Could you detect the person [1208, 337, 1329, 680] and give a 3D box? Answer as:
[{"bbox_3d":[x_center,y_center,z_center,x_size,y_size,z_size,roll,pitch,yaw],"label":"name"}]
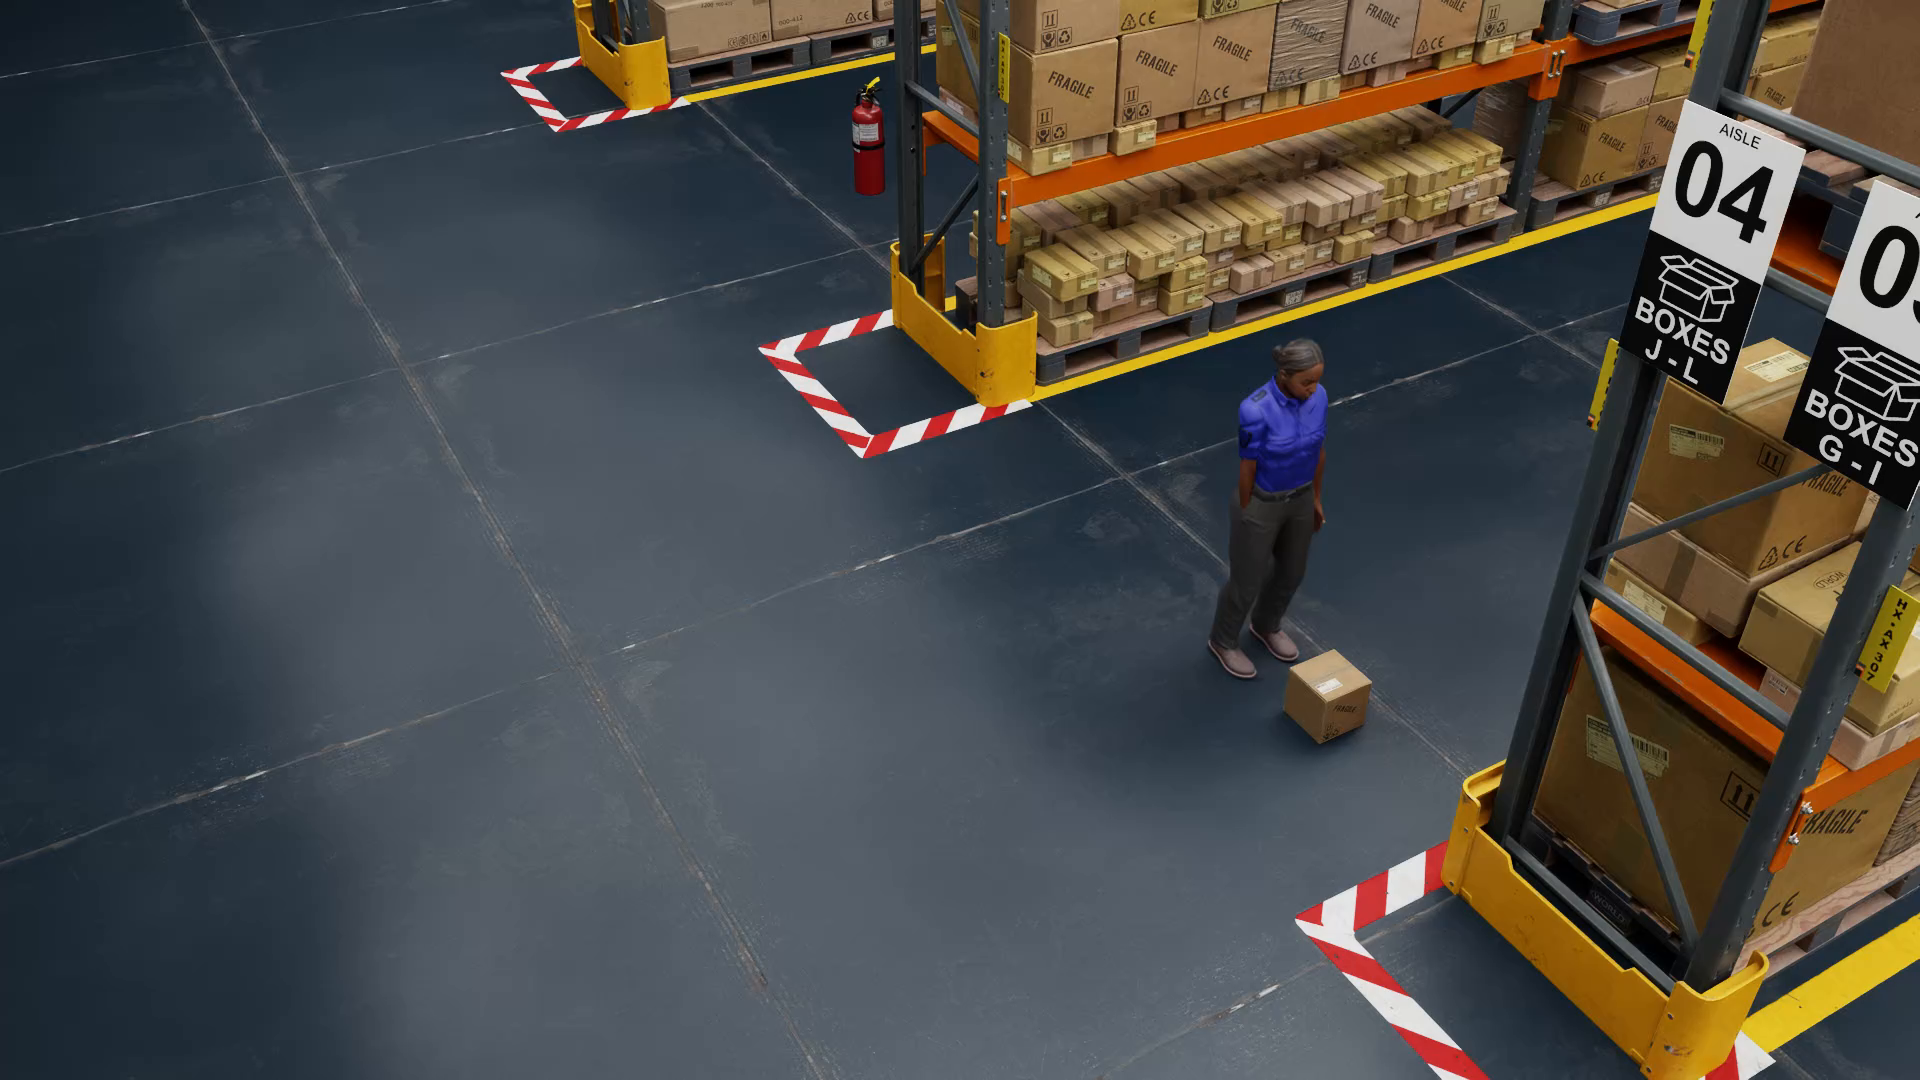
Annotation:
[{"bbox_3d":[1.362,-0.146,7.136,0.440,1.652,0.302,-18,41,-23],"label":"person"}]
